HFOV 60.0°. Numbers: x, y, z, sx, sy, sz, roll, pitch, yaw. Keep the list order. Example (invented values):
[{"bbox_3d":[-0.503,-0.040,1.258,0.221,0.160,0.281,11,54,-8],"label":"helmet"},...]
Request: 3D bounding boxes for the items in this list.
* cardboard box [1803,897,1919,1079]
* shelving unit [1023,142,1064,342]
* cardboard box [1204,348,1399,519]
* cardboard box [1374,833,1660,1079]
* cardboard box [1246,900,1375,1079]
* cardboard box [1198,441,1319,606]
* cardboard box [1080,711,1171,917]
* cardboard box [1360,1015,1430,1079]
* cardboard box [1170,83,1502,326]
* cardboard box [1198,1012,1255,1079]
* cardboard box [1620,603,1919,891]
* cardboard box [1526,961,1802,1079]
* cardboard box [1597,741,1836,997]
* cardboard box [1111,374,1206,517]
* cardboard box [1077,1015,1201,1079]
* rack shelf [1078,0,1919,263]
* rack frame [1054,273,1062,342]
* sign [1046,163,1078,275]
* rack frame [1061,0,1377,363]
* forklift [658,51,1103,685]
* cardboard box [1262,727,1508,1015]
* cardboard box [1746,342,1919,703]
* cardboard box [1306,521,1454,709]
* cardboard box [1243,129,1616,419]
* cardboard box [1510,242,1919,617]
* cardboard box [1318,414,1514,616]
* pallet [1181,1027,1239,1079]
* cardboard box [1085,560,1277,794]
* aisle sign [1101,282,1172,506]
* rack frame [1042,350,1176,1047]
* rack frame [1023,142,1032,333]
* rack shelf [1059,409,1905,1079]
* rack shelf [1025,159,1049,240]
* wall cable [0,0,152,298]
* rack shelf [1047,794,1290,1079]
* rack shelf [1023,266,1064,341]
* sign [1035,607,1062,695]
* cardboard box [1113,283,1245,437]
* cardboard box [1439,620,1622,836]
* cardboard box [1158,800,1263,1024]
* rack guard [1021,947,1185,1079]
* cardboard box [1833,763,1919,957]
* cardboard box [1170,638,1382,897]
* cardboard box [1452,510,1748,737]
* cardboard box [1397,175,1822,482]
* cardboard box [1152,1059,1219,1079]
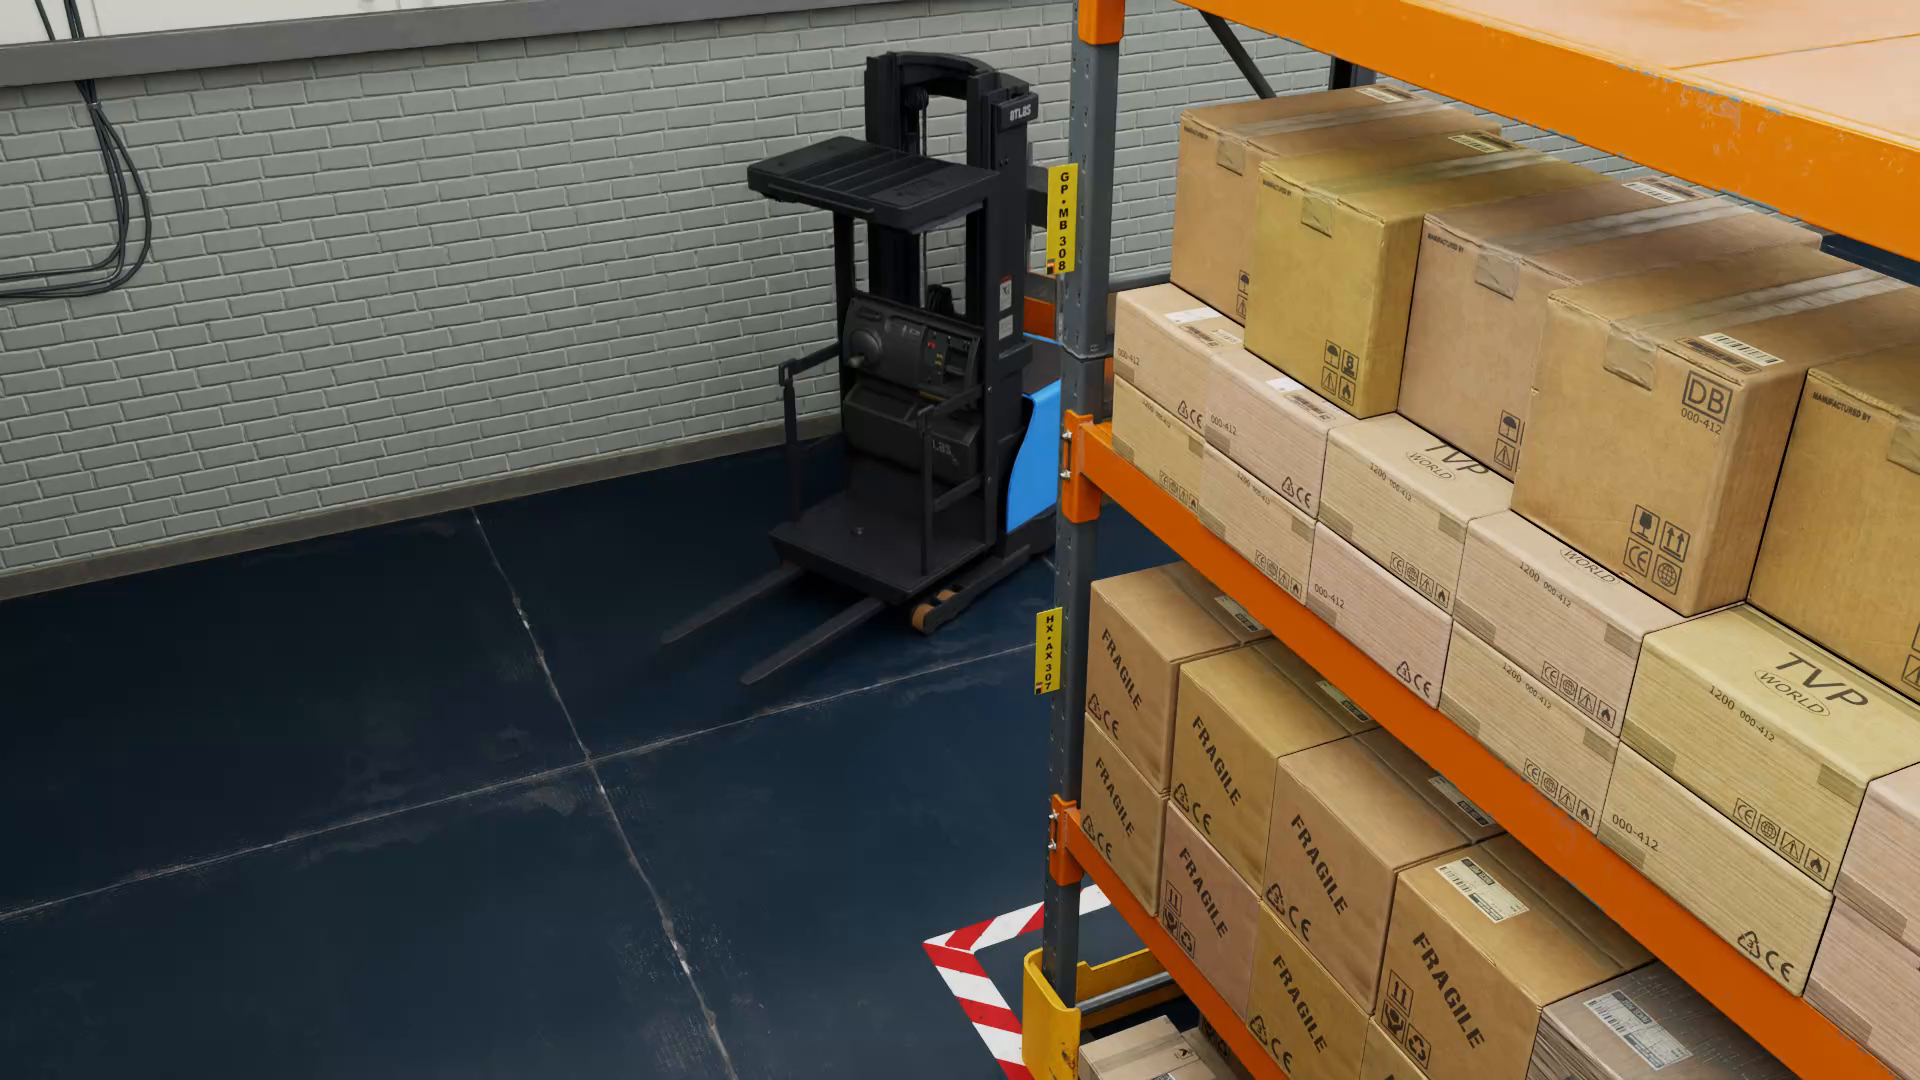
[{"bbox_3d":[1.854,0.781,2.850,0.500,0.250,0.500,-13,32,-22],"label":"cardboard box"},{"bbox_3d":[0.515,-1.405,10.582,0.503,2.100,0.431,21,35,32],"label":"shelving unit"},{"bbox_3d":[0.984,-0.318,4.299,0.500,0.250,0.500,-13,32,-22],"label":"cardboard box"},{"bbox_3d":[1.404,1.086,4.095,0.500,0.500,0.500,-13,32,-22],"label":"cardboard box"},{"bbox_3d":[1.182,1.296,4.743,0.500,0.500,0.500,-13,32,-22],"label":"cardboard box"},{"bbox_3d":[0.985,-0.100,4.421,0.500,0.250,0.500,-13,32,-22],"label":"cardboard box"},{"bbox_3d":[0.743,0.847,5.544,0.500,0.500,0.500,-12,32,-21],"label":"cardboard box"},{"bbox_3d":[1.395,1.517,4.349,0.500,0.500,0.500,-13,32,-21],"label":"cardboard box"},{"bbox_3d":[1.026,-0.926,4.616,0.700,0.500,0.500,-13,32,-22],"label":"cardboard box"},{"bbox_3d":[1.247,1.726,6.184,0.500,0.500,0.500,-13,32,-22],"label":"cardboard box"},{"bbox_3d":[1.630,0.344,3.118,0.500,0.250,0.500,-13,32,-22],"label":"cardboard box"},{"bbox_3d":[1.619,1.309,3.698,0.500,0.500,0.500,-13,32,-22],"label":"cardboard box"},{"bbox_3d":[1.632,0.562,3.241,0.500,0.250,0.500,-13,32,-22],"label":"cardboard box"},{"bbox_3d":[0.782,-0.324,4.820,0.500,0.250,0.500,-13,32,-22],"label":"cardboard box"},{"bbox_3d":[0.660,1.948,6.148,0.380,0.149,0.250,-13,32,-22],"label":"cardboard box"},{"bbox_3d":[1.649,-0.779,3.151,1.077,0.370,4.000,-13,32,-22],"label":"rack shelf"},{"bbox_3d":[0.709,-1.332,10.452,0.015,2.100,0.400,21,35,32],"label":"rack frame"},{"bbox_3d":[0.301,-0.937,4.866,0.100,0.325,0.005,-13,32,-22],"label":"sign"},{"bbox_3d":[0.791,-1.978,4.549,1.000,3.000,0.127,-13,32,-22],"label":"rack frame"},{"bbox_3d":[-0.404,-1.029,9.062,1.130,2.935,3.031,21,36,33],"label":"forklift"},{"bbox_3d":[1.185,0.862,4.495,0.500,0.500,0.500,-13,32,-21],"label":"cardboard box"},{"bbox_3d":[1.958,-0.059,3.070,0.700,0.500,0.500,-13,32,-22],"label":"cardboard box"},{"bbox_3d":[1.201,0.120,4.028,0.500,0.250,0.500,-13,32,-22],"label":"cardboard box"},{"bbox_3d":[1.164,-0.687,4.190,0.700,0.500,0.500,-13,32,-22],"label":"cardboard box"},{"bbox_3d":[1.606,-0.248,3.407,0.700,0.500,0.500,-13,32,-22],"label":"cardboard box"},{"bbox_3d":[1.205,-0.099,3.907,0.500,0.250,0.500,-13,32,-22],"label":"cardboard box"},{"bbox_3d":[1.167,2.241,6.011,1.003,0.211,1.213,-13,32,-22],"label":"pallet"},{"bbox_3d":[0.743,0.410,5.299,0.500,0.500,0.500,-12,31,-20],"label":"cardboard box"},{"bbox_3d":[0.496,-0.464,5.325,0.394,0.787,0.004,-13,32,-22],"label":"aisle sign"},{"bbox_3d":[0.791,0.639,6.017,1.000,3.000,0.127,-13,32,-22],"label":"rack frame"},{"bbox_3d":[0.322,-1.478,10.711,0.015,2.100,0.400,21,35,32],"label":"rack frame"},{"bbox_3d":[1.649,0.528,3.884,1.077,0.370,4.000,-13,32,-22],"label":"rack shelf"},{"bbox_3d":[0.515,-2.004,10.246,0.480,0.518,0.431,21,35,32],"label":"rack shelf"},{"bbox_3d":[-5.787,-2.155,8.040,3.097,2.526,0.112,-13,32,-22],"label":"wall cable"},{"bbox_3d":[1.649,1.836,4.617,1.077,0.370,4.000,-13,32,-22],"label":"rack shelf"},{"bbox_3d":[0.515,-1.393,10.588,0.480,0.518,0.431,21,35,32],"label":"rack shelf"},{"bbox_3d":[0.301,0.375,5.602,0.100,0.325,0.005,-13,32,-22],"label":"sign"},{"bbox_3d":[0.776,-0.541,4.695,0.500,0.250,0.500,-13,32,-22],"label":"cardboard box"},{"bbox_3d":[1.421,0.340,3.636,0.500,0.250,0.500,-13,32,-22],"label":"cardboard box"},{"bbox_3d":[0.969,1.073,5.140,0.500,0.500,0.500,-13,32,-22],"label":"cardboard box"},{"bbox_3d":[0.823,1.763,6.568,1.175,0.500,0.348,-13,32,-22],"label":"rack guard"},{"bbox_3d":[1.842,0.565,2.723,0.500,0.250,0.500,-13,32,-22],"label":"cardboard box"},{"bbox_3d":[0.974,0.640,4.891,0.500,0.500,0.500,-13,32,-21],"label":"cardboard box"},{"bbox_3d":[1.416,0.123,3.512,0.500,0.250,0.500,-13,32,-22],"label":"cardboard box"},{"bbox_3d":[1.476,-0.489,3.836,0.700,0.500,0.500,-13,32,-22],"label":"cardboard box"},{"bbox_3d":[0.767,2.050,5.947,0.380,0.166,0.250,-13,32,-22],"label":"cardboard box"}]
